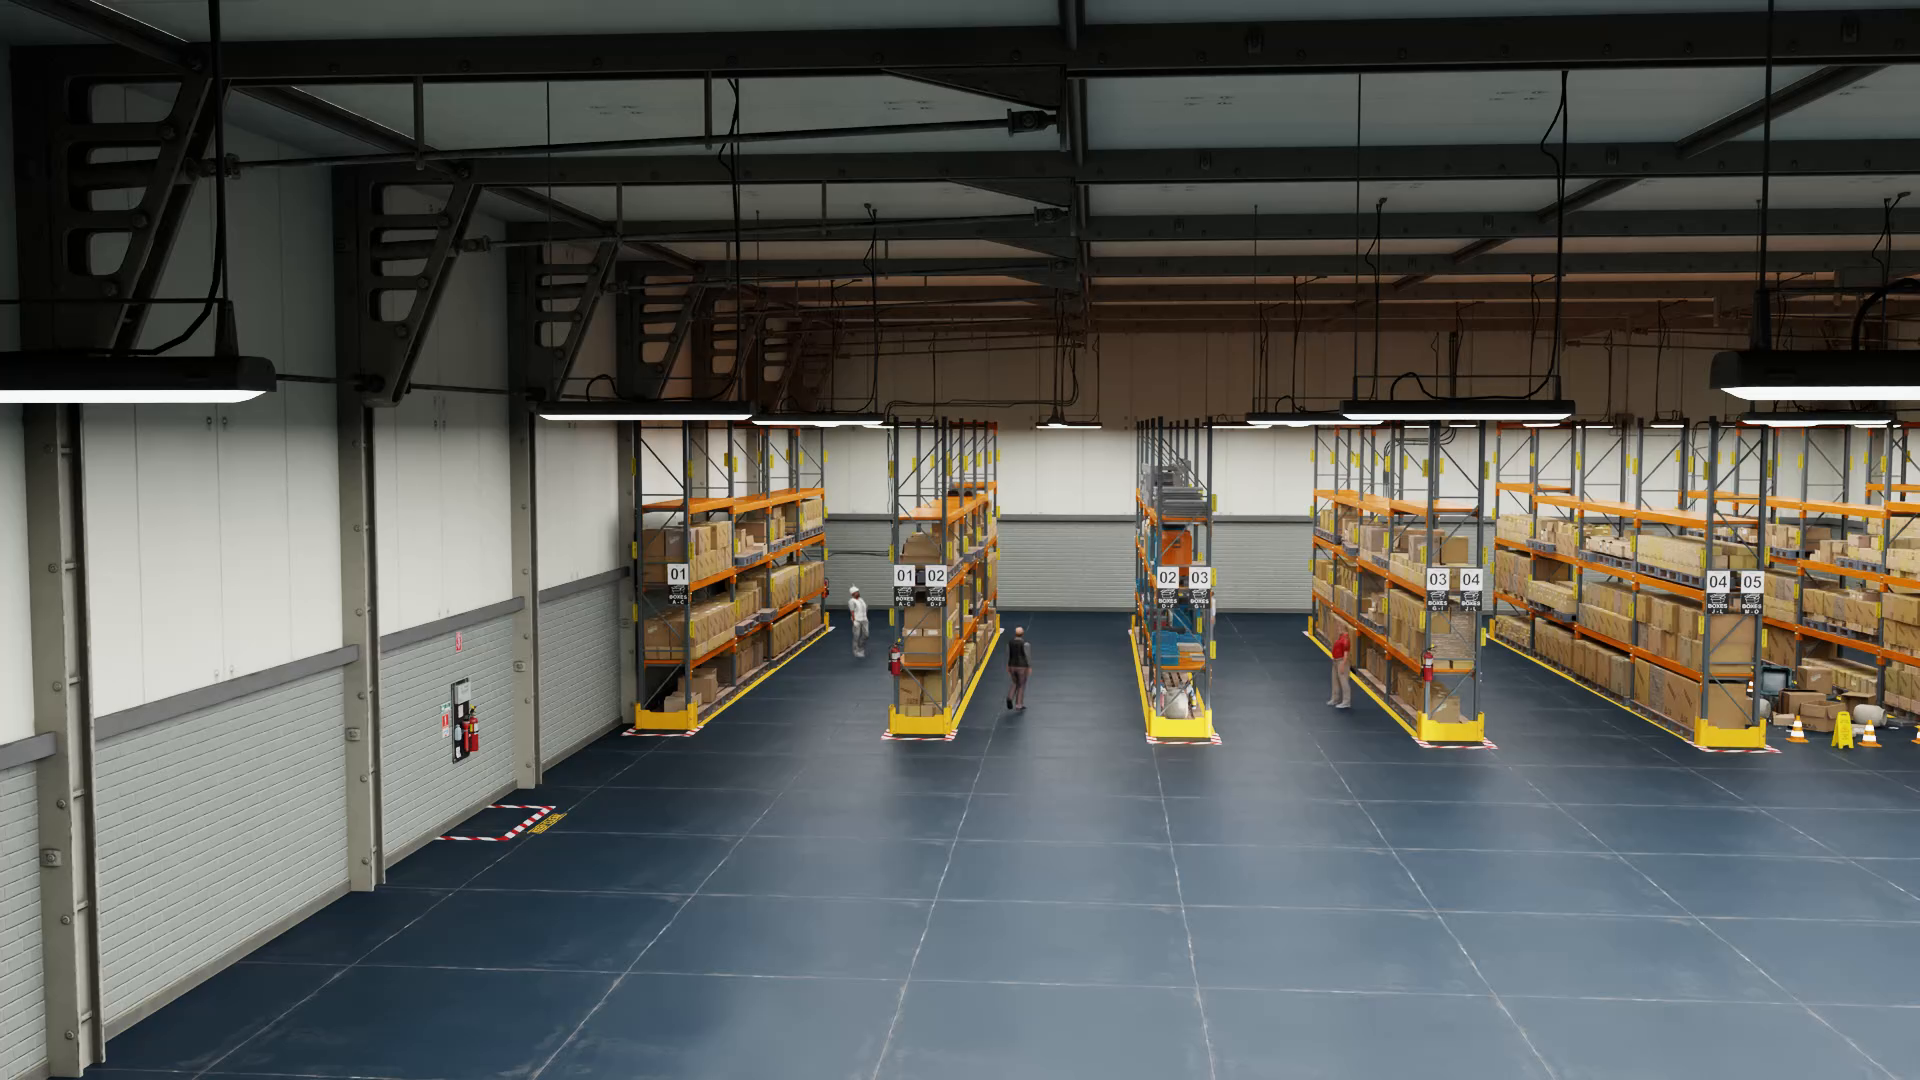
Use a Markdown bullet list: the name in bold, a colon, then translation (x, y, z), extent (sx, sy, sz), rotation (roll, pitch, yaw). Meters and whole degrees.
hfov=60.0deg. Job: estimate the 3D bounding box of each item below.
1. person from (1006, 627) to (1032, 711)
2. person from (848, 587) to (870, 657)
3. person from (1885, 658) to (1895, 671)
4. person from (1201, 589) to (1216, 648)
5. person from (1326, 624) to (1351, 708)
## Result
- **person**: translation (1.201, 2.630, 33.973), extent (0.536, 1.713, 0.481), rotation (3, 5, 39)
- **person**: translation (-2.526, 2.067, 41.939), extent (0.515, 1.778, 0.628), rotation (4, 5, 45)
- **person**: translation (22.027, 2.263, 39.393), extent (0.606, 1.801, 0.689), rotation (0, 4, -4)
- **person**: translation (6.484, 2.080, 43.672), extent (0.443, 1.594, 0.537), rotation (3, 5, 38)
- **person**: translation (7.898, 2.600, 34.591), extent (0.454, 1.721, 0.597), rotation (-1, 4, -10)
